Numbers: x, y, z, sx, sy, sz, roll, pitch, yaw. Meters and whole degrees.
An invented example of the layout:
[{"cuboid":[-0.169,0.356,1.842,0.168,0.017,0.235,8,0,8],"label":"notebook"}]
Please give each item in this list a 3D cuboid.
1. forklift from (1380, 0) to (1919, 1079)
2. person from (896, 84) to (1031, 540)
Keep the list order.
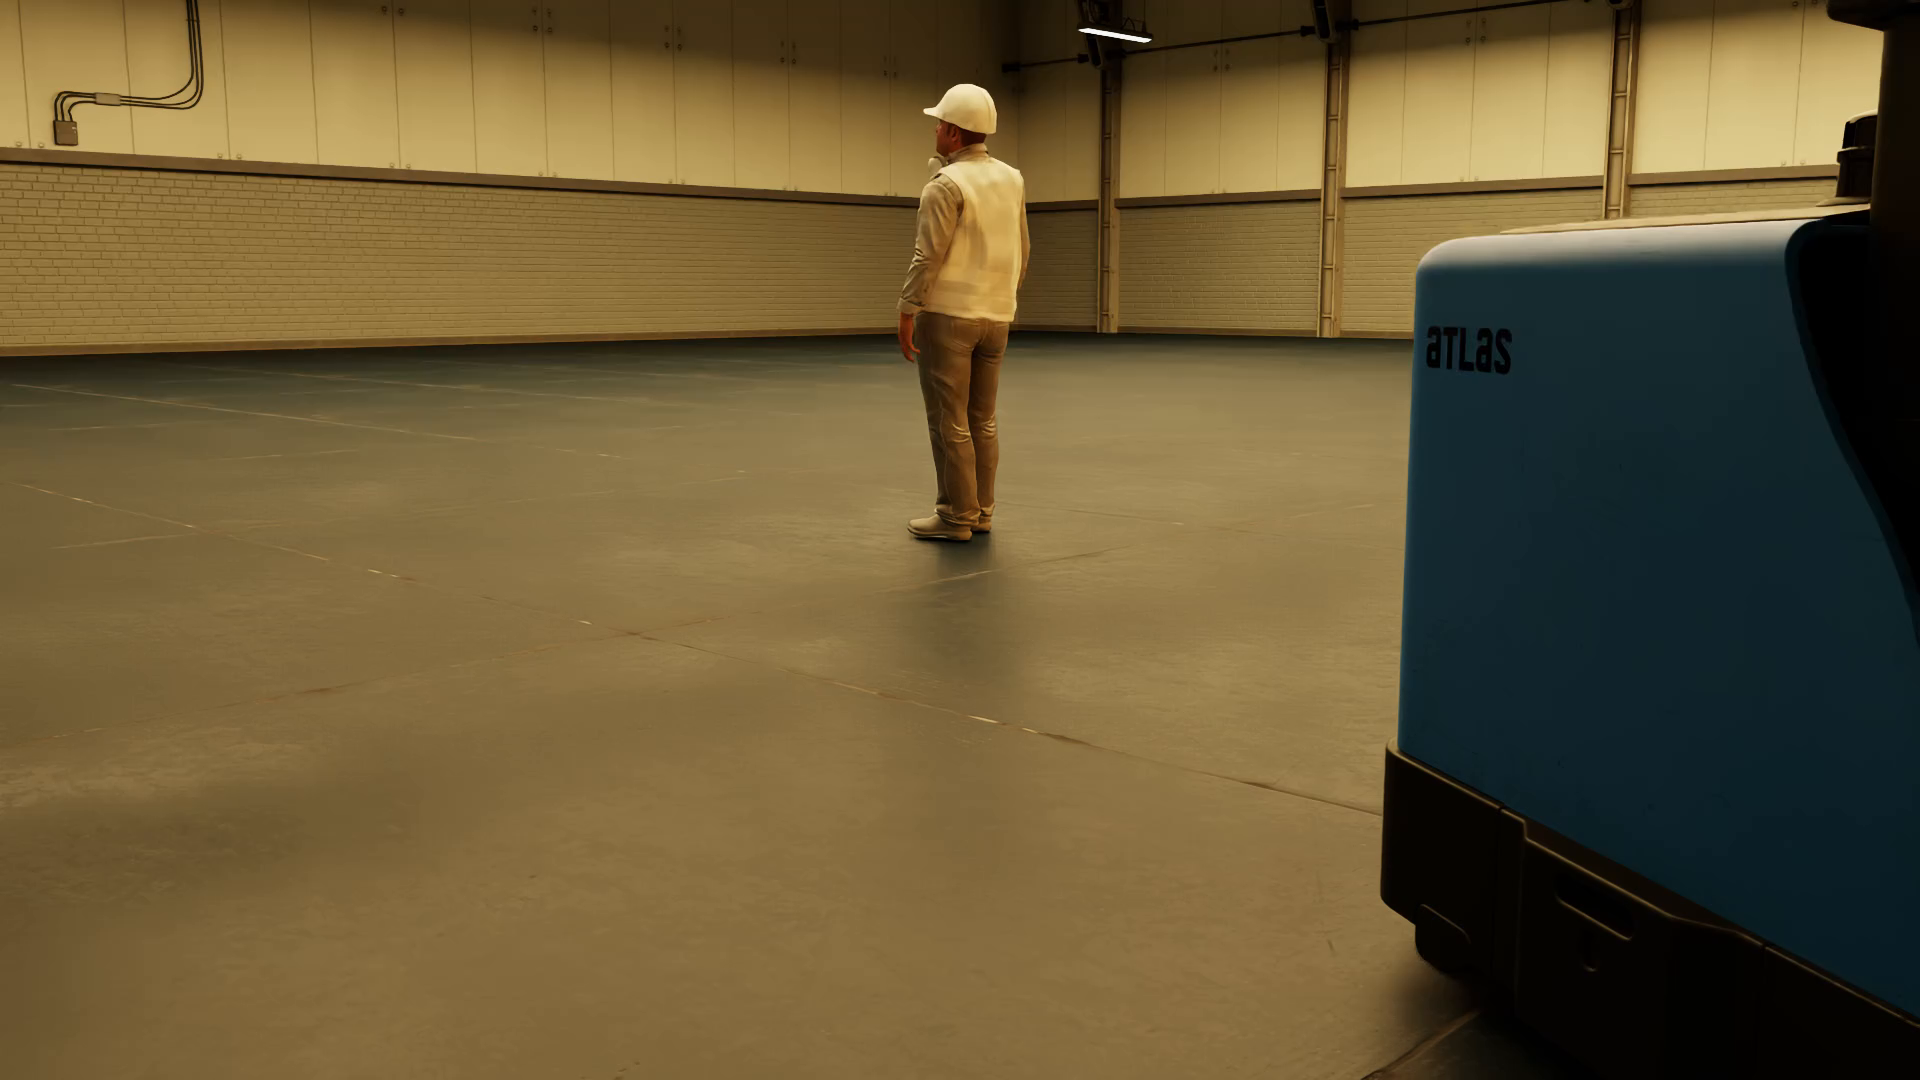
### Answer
[{"cuboid":[1.528,-0.638,1.111,1.130,2.935,3.031,-2,9,-15],"label":"forklift"},{"cuboid":[-0.040,-0.892,6.634,0.564,1.773,0.632,8,12,43],"label":"person"}]
